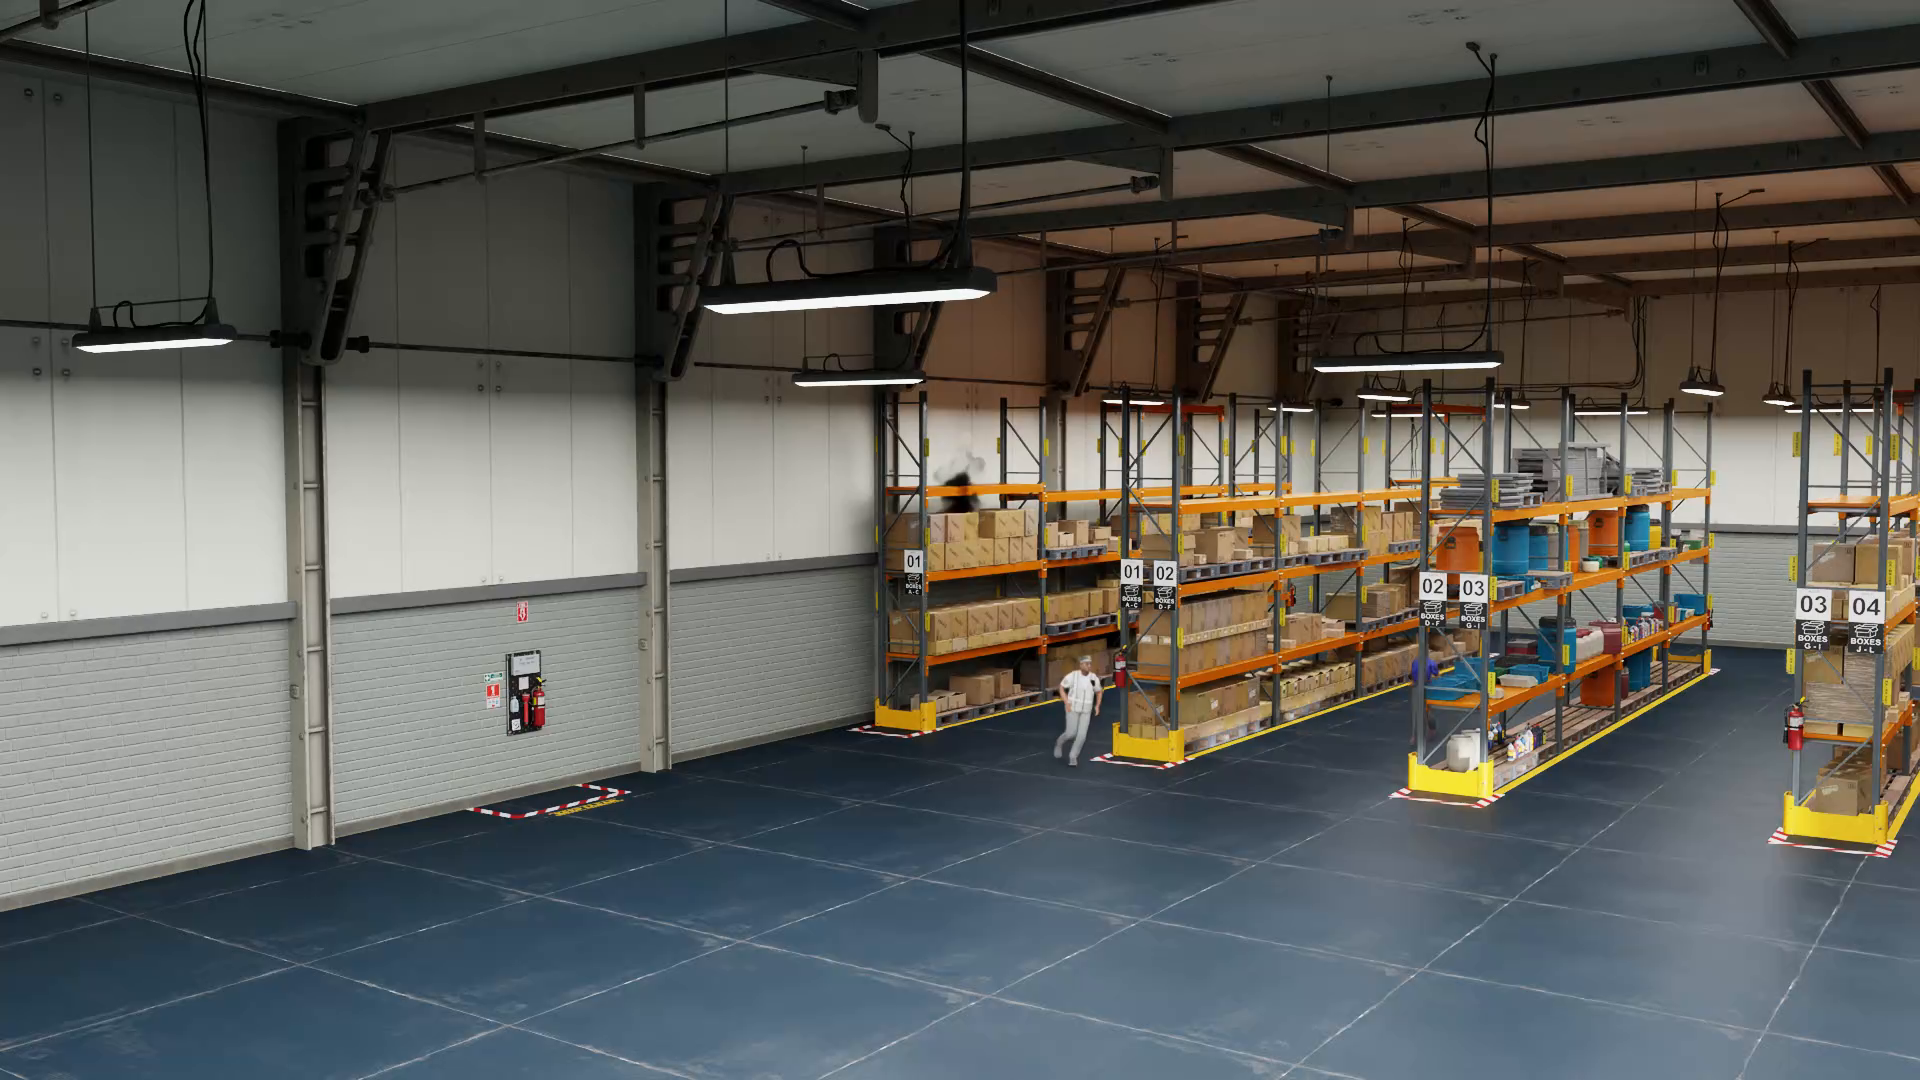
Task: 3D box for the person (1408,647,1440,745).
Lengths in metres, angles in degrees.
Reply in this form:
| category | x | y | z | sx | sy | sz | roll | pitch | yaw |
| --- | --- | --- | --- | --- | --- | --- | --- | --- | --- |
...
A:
| category | x | y | z | sx | sy | sz | roll | pitch | yaw |
| --- | --- | --- | --- | --- | --- | --- | --- | --- | --- |
| person | 7.880 | 2.606 | 28.251 | 0.579 | 1.672 | 0.882 | 2 | 4 | 34 |

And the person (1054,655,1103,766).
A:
| category | x | y | z | sx | sy | sz | roll | pitch | yaw |
| --- | --- | --- | --- | --- | --- | --- | --- | --- | --- |
| person | 1.911 | 2.678 | 26.434 | 0.741 | 1.727 | 0.616 | -1 | 3 | -15 |
